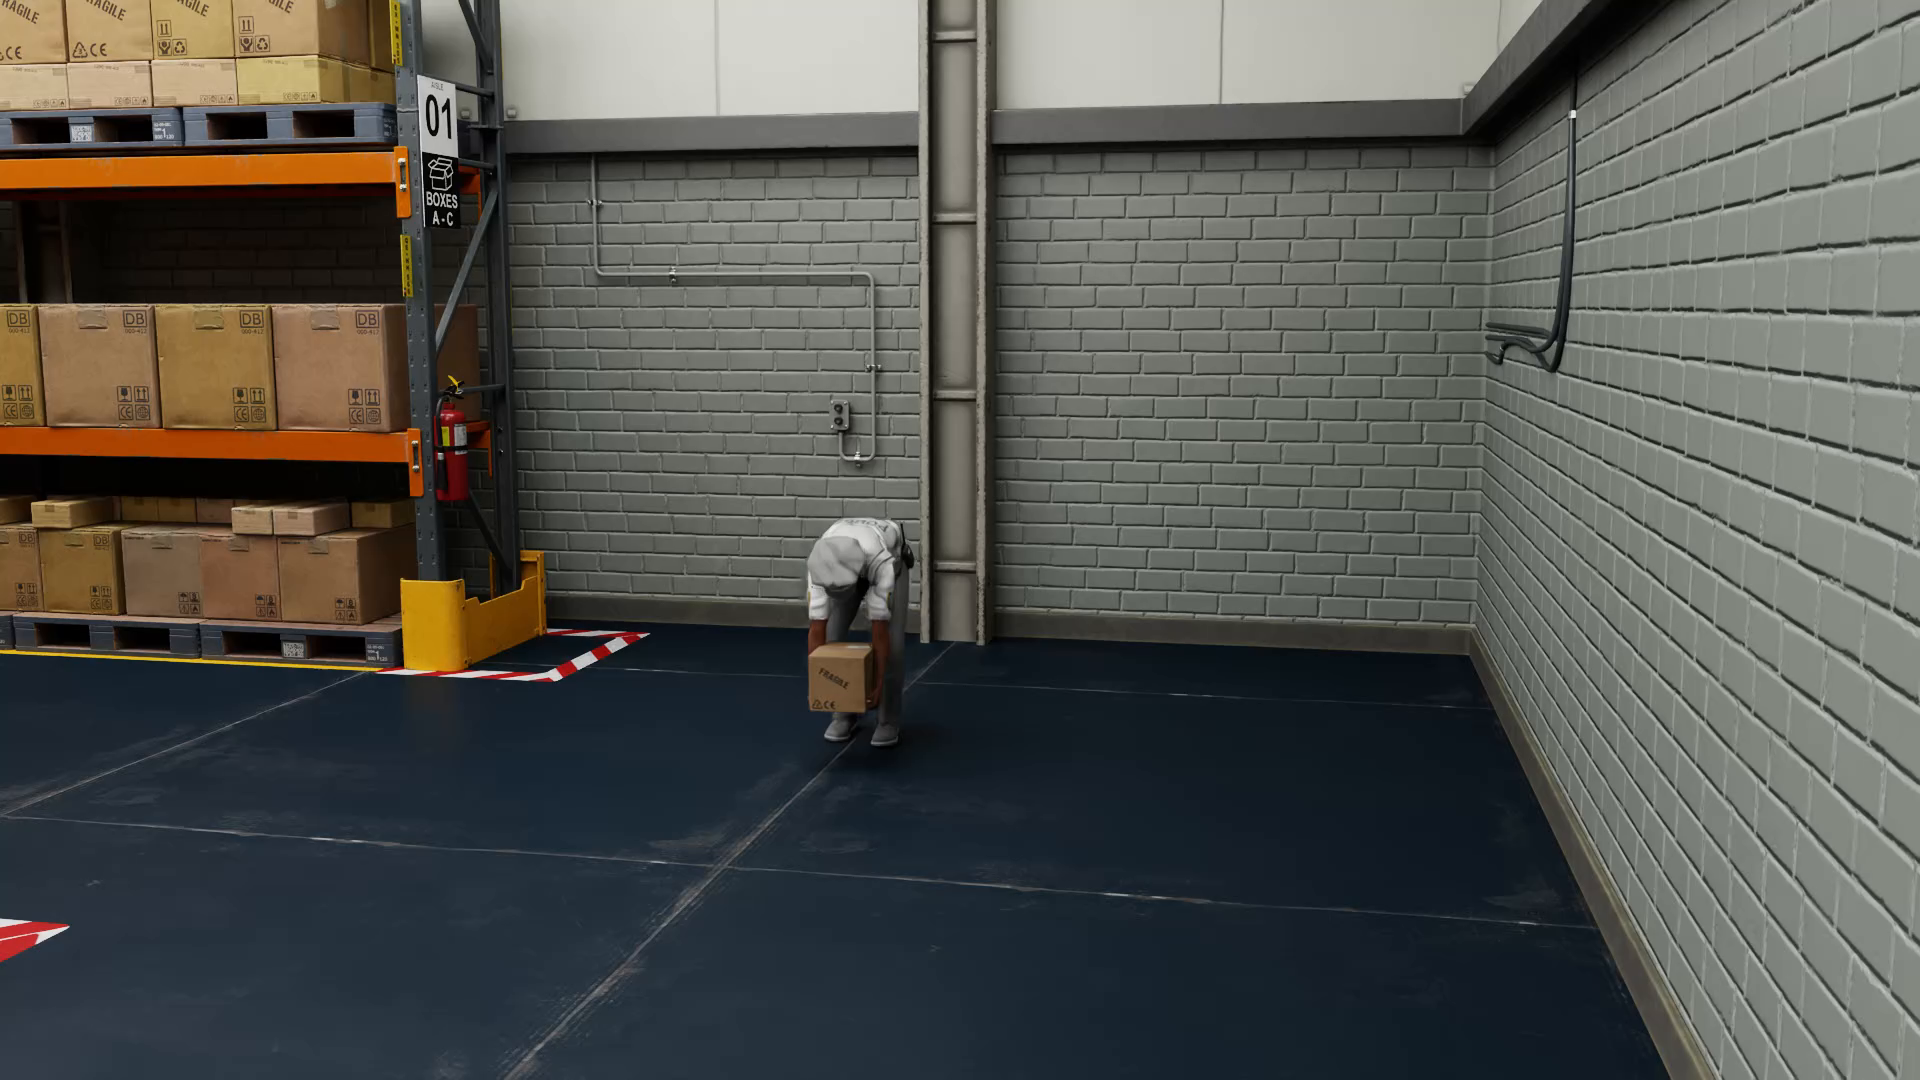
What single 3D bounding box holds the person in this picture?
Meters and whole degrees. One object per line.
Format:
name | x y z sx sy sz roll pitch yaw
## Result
person | -0.473 0.436 7.478 0.426 1.041 0.940 1 8 9
